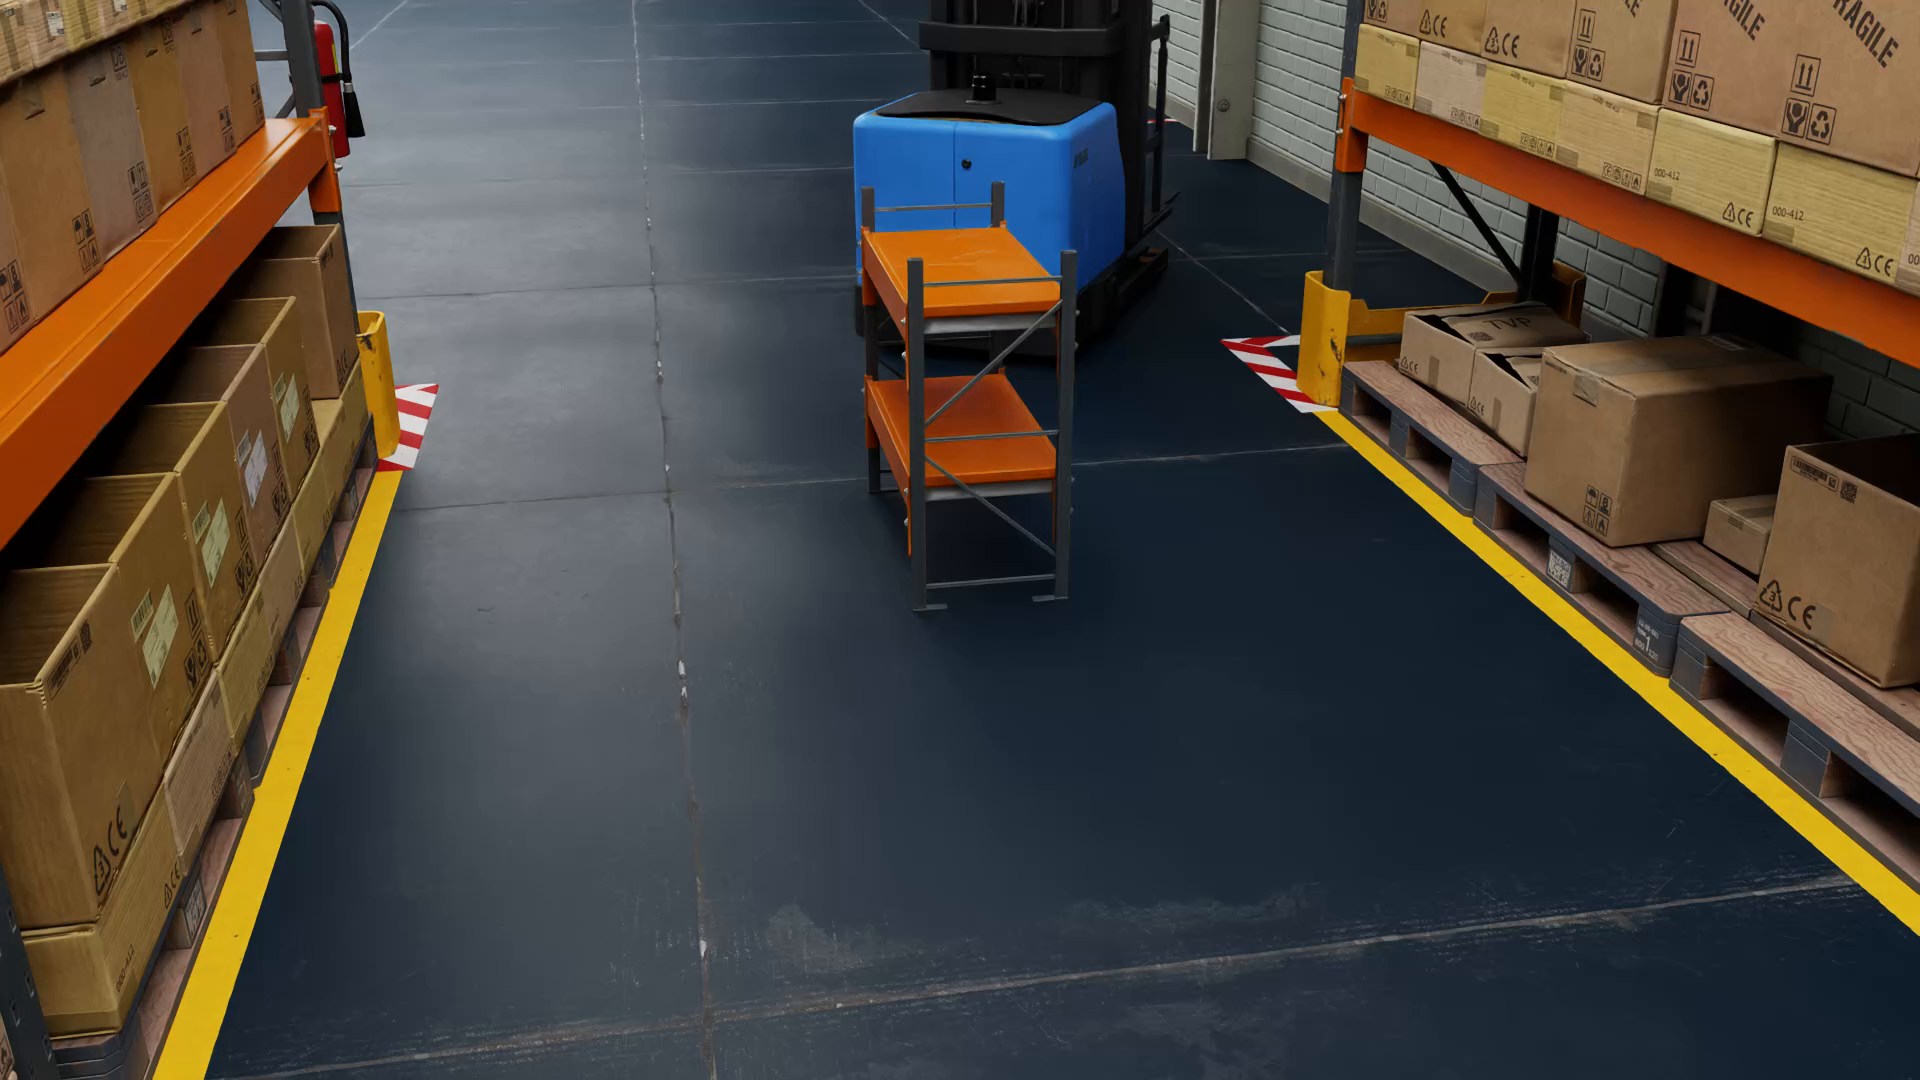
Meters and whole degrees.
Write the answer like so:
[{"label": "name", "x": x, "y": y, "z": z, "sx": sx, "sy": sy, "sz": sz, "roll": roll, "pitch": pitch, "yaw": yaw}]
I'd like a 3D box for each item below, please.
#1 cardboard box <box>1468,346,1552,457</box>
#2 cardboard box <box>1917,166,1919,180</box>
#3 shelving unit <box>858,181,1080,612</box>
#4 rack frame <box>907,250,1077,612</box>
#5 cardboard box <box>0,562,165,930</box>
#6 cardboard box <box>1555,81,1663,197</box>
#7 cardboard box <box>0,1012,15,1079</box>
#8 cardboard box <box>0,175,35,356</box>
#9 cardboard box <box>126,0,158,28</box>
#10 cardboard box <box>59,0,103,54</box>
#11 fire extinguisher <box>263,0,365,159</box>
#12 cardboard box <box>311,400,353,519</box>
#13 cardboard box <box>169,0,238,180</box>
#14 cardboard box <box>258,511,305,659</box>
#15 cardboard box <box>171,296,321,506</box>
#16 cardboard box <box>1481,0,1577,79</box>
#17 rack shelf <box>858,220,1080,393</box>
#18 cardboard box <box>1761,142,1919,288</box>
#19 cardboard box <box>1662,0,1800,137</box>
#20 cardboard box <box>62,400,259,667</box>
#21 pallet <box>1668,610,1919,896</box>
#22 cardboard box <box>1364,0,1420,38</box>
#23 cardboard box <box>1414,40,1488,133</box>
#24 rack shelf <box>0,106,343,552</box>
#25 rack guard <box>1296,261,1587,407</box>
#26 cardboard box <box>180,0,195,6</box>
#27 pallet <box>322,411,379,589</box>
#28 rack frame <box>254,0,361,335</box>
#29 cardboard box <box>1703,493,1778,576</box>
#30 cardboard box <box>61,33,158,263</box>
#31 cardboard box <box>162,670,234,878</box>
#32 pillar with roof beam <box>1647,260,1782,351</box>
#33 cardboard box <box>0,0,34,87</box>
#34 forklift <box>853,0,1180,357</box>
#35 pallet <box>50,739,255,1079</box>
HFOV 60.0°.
[{"label": "cardboard box", "x": 2.201, "y": -0.541, "z": 6.050, "sx": 0.500, "sy": 0.311, "sz": 0.500, "roll": -2, "pitch": 24, "yaw": -5}, {"label": "cardboard box", "x": 2.404, "y": -0.948, "z": 3.398, "sx": 0.500, "sy": 0.500, "sz": 0.500, "roll": -4, "pitch": 24, "yaw": -10}, {"label": "shelving unit", "x": 0.001, "y": -0.513, "z": 5.519, "sx": 0.538, "sy": 1.125, "sz": 1.048, "roll": -4, "pitch": 24, "yaw": -10}, {"label": "rack frame", "x": 0.095, "y": -0.313, "z": 5.061, "sx": 0.500, "sy": 1.125, "sz": 0.032, "roll": -4, "pitch": 24, "yaw": -10}, {"label": "cardboard box", "x": -1.850, "y": 0.386, "z": 3.093, "sx": 0.500, "sy": 0.500, "sz": 0.500, "roll": -4, "pitch": 24, "yaw": -10}, {"label": "cardboard box", "x": 2.124, "y": -1.196, "z": 4.904, "sx": 0.500, "sy": 0.250, "sz": 0.500, "roll": -4, "pitch": 24, "yaw": -9}, {"label": "cardboard box", "x": -1.715, "y": 0.816, "z": 2.344, "sx": 0.500, "sy": 0.311, "sz": 0.500, "roll": -4, "pitch": 24, "yaw": -10}, {"label": "cardboard box", "x": -2.264, "y": -0.560, "z": 3.159, "sx": 0.700, "sy": 0.500, "sz": 0.500, "roll": -5, "pitch": 24, "yaw": -10}, {"label": "cardboard box", "x": -2.313, "y": -1.404, "z": 4.281, "sx": 0.380, "sy": 0.149, "sz": 0.250, "roll": -4, "pitch": 24, "yaw": -8}, {"label": "cardboard box", "x": -2.221, "y": -1.205, "z": 3.826, "sx": 0.380, "sy": 0.149, "sz": 0.250, "roll": -4, "pitch": 24, "yaw": -10}, {"label": "fire extinguisher", "x": -2.377, "y": -1.752, "z": 6.109, "sx": 0.296, "sy": 0.674, "sz": 0.183, "roll": -4, "pitch": 24, "yaw": -10}, {"label": "cardboard box", "x": -2.318, "y": -0.254, "z": 5.494, "sx": 0.500, "sy": 0.250, "sz": 0.500, "roll": -4, "pitch": 24, "yaw": -10}, {"label": "cardboard box", "x": -2.636, "y": -1.361, "z": 4.994, "sx": 0.700, "sy": 0.500, "sz": 0.500, "roll": -4, "pitch": 24, "yaw": -8}, {"label": "cardboard box", "x": -2.133, "y": 0.140, "z": 4.593, "sx": 0.500, "sy": 0.250, "sz": 0.500, "roll": -4, "pitch": 24, "yaw": -10}, {"label": "cardboard box", "x": -2.221, "y": -0.401, "z": 4.894, "sx": 0.500, "sy": 0.500, "sz": 0.500, "roll": -4, "pitch": 24, "yaw": -10}, {"label": "cardboard box", "x": 2.020, "y": -1.750, "z": 5.233, "sx": 0.500, "sy": 0.500, "sz": 0.500, "roll": -5, "pitch": 24, "yaw": -11}, {"label": "rack shelf", "x": 0.001, "y": -0.781, "z": 5.402, "sx": 0.538, "sy": 0.278, "sz": 1.000, "roll": -4, "pitch": 24, "yaw": -10}, {"label": "cardboard box", "x": 2.326, "y": -0.802, "z": 4.001, "sx": 0.500, "sy": 0.250, "sz": 0.500, "roll": -4, "pitch": 24, "yaw": -10}, {"label": "cardboard box", "x": 2.224, "y": -1.343, "z": 4.302, "sx": 0.500, "sy": 0.500, "sz": 0.500, "roll": -5, "pitch": 24, "yaw": -11}, {"label": "cardboard box", "x": -2.035, "y": -0.008, "z": 3.994, "sx": 0.500, "sy": 0.500, "sz": 0.500, "roll": -4, "pitch": 24, "yaw": -10}, {"label": "pallet", "x": 2.637, "y": 0.515, "z": 4.306, "sx": 1.003, "sy": 0.211, "sz": 1.213, "roll": -4, "pitch": 24, "yaw": -10}, {"label": "cardboard box", "x": 1.849, "y": -2.148, "z": 6.147, "sx": 0.500, "sy": 0.500, "sz": 0.500, "roll": -4, "pitch": 24, "yaw": -10}, {"label": "cardboard box", "x": 1.944, "y": -1.596, "z": 5.819, "sx": 0.500, "sy": 0.250, "sz": 0.500, "roll": -5, "pitch": 24, "yaw": -11}, {"label": "rack shelf", "x": -2.442, "y": -0.590, "z": 4.252, "sx": 1.077, "sy": 0.370, "sz": 4.000, "roll": -4, "pitch": 24, "yaw": -10}, {"label": "rack guard", "x": 2.070, "y": -0.899, "z": 7.183, "sx": 1.175, "sy": 0.500, "sz": 0.348, "roll": -4, "pitch": 24, "yaw": -10}, {"label": "cardboard box", "x": -2.412, "y": -1.611, "z": 4.754, "sx": 0.380, "sy": 0.149, "sz": 0.250, "roll": -4, "pitch": 24, "yaw": -9}, {"label": "pallet", "x": -2.629, "y": -0.131, "z": 5.785, "sx": 1.003, "sy": 0.211, "sz": 1.213, "roll": -4, "pitch": 24, "yaw": -10}, {"label": "rack frame", "x": -2.812, "y": -1.706, "z": 5.909, "sx": 1.000, "sy": 3.000, "sz": 0.127, "roll": -4, "pitch": 24, "yaw": -10}, {"label": "cardboard box", "x": 2.520, "y": -0.027, "z": 5.076, "sx": 0.380, "sy": 0.149, "sz": 0.250, "roll": -6, "pitch": 24, "yaw": -14}, {"label": "cardboard box", "x": -2.449, "y": -0.959, "z": 4.072, "sx": 0.700, "sy": 0.500, "sz": 0.500, "roll": -4, "pitch": 24, "yaw": -8}, {"label": "cardboard box", "x": -1.947, "y": 0.533, "z": 3.693, "sx": 0.500, "sy": 0.250, "sz": 0.500, "roll": -4, "pitch": 24, "yaw": -10}, {"label": "pillar with roof beam", "x": -1.195, "y": -4.294, "z": 4.338, "sx": 9.100, "sy": 9.000, "sz": 0.400, "roll": -4, "pitch": 24, "yaw": -10}, {"label": "cardboard box", "x": -2.121, "y": -0.998, "z": 3.351, "sx": 0.380, "sy": 0.149, "sz": 0.250, "roll": -5, "pitch": 24, "yaw": -12}, {"label": "forklift", "x": 0.488, "y": -2.727, "z": 8.331, "sx": 1.130, "sy": 2.935, "sz": 3.031, "roll": 8, "pitch": 25, "yaw": 18}, {"label": "pallet", "x": -2.178, "y": 0.829, "z": 3.588, "sx": 1.003, "sy": 0.211, "sz": 1.213, "roll": -4, "pitch": 24, "yaw": -10}]
